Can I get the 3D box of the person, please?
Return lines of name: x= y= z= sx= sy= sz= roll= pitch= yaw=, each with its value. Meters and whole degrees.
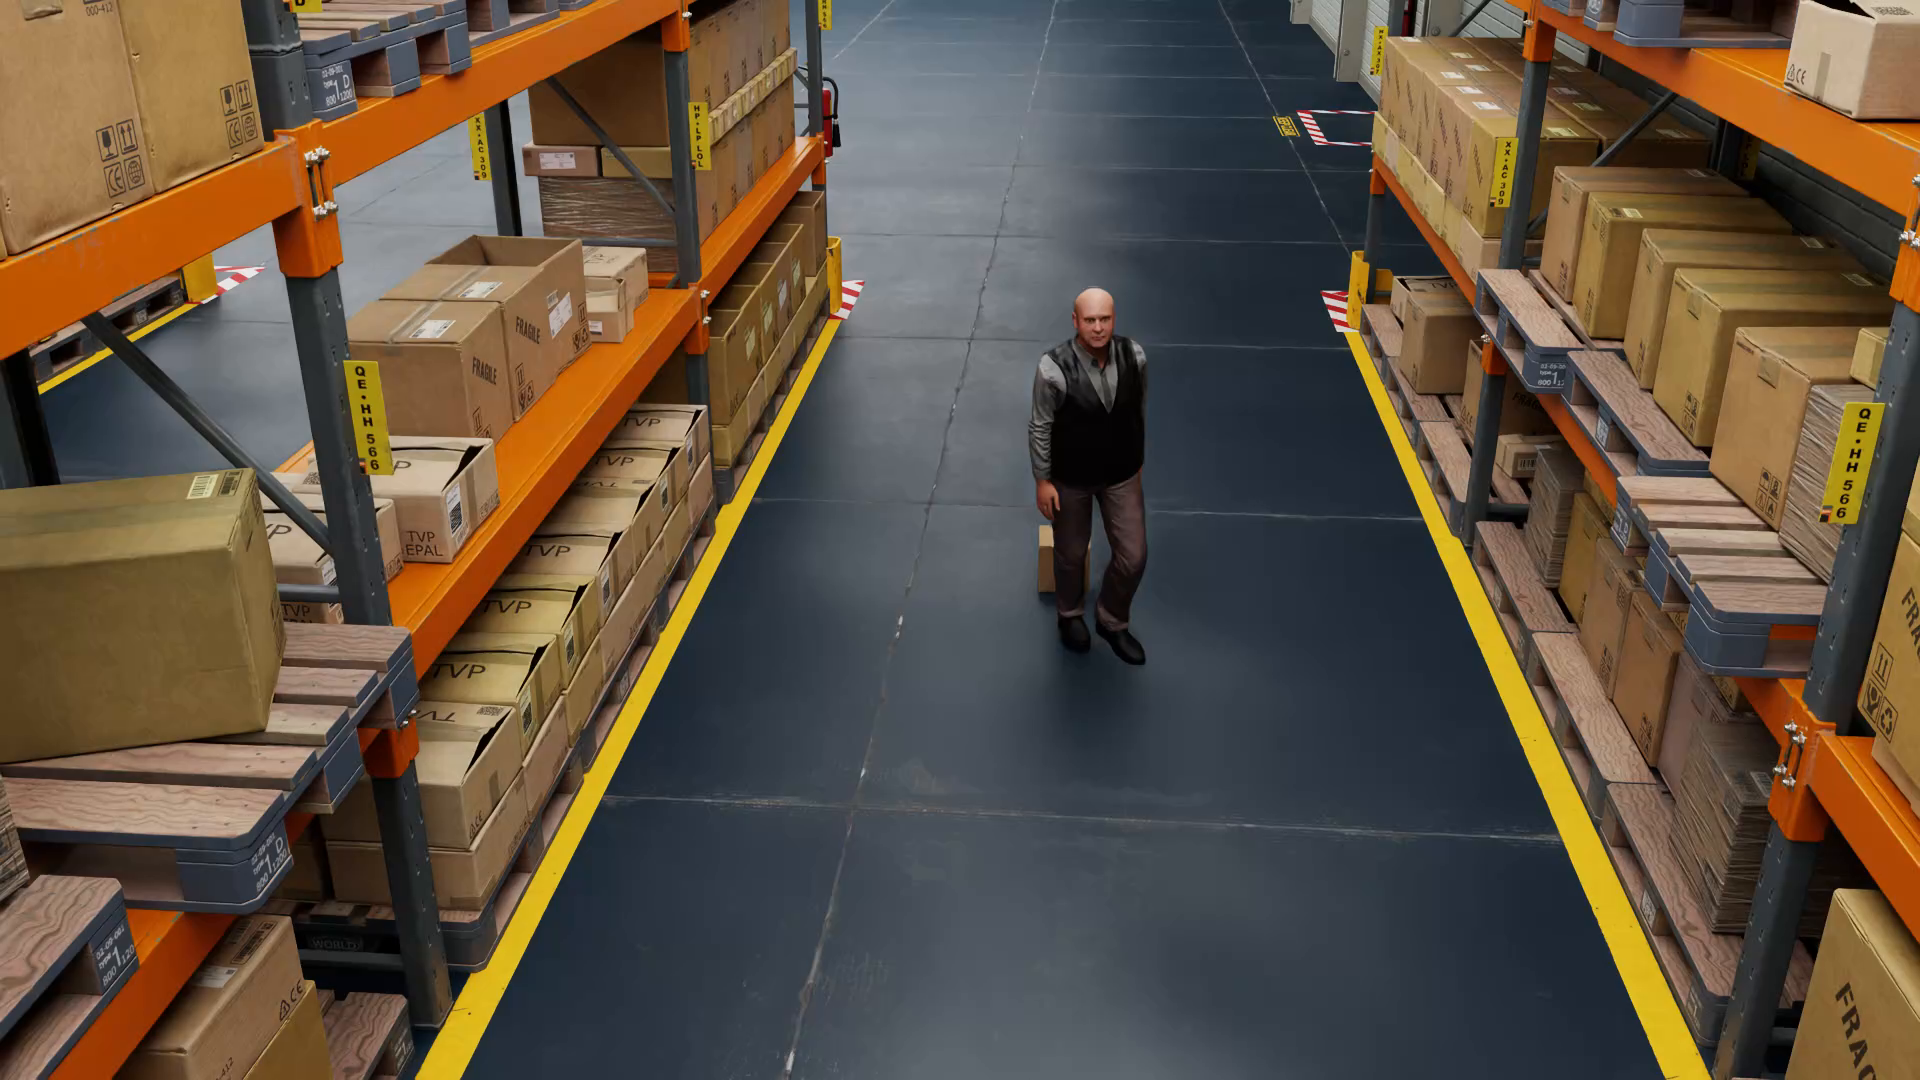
person: x=0.553 y=-0.279 z=7.239 sx=0.563 sy=1.728 sz=0.551 roll=-5 pitch=25 yaw=-11
